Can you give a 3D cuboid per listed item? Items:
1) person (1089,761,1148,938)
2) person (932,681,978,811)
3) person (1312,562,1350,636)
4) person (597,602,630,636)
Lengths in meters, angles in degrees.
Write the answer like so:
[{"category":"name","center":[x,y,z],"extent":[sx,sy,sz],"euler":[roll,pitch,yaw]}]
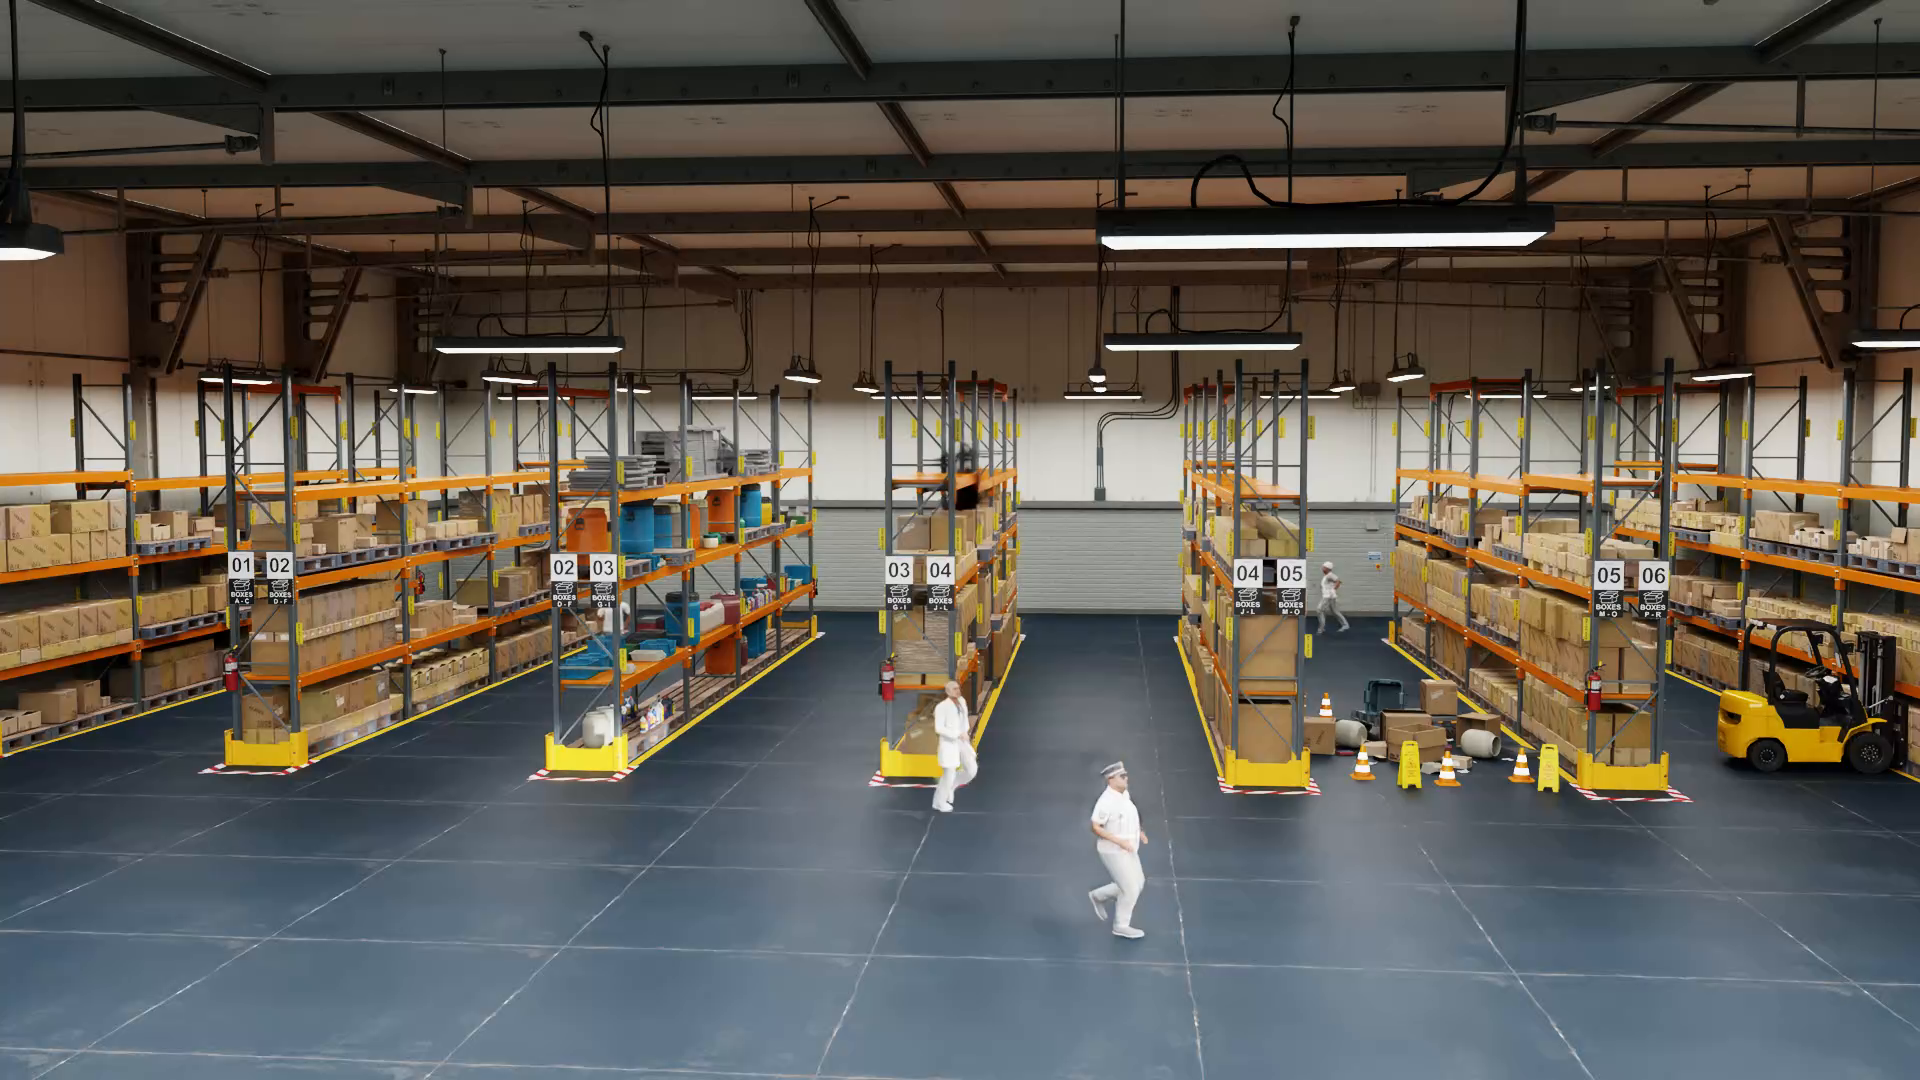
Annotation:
[{"category":"person","center":[1.534,3.047,16.497],"extent":[0.645,1.733,0.664],"euler":[2,4,29]},{"category":"person","center":[-0.050,2.700,21.778],"extent":[0.732,1.731,0.753],"euler":[-4,5,-44]},{"category":"person","center":[9.055,1.448,40.580],"extent":[0.924,1.834,0.696],"euler":[1,4,13]},{"category":"person","center":[-7.106,1.886,34.103],"extent":[0.677,1.795,0.682],"euler":[0,4,-3]}]
